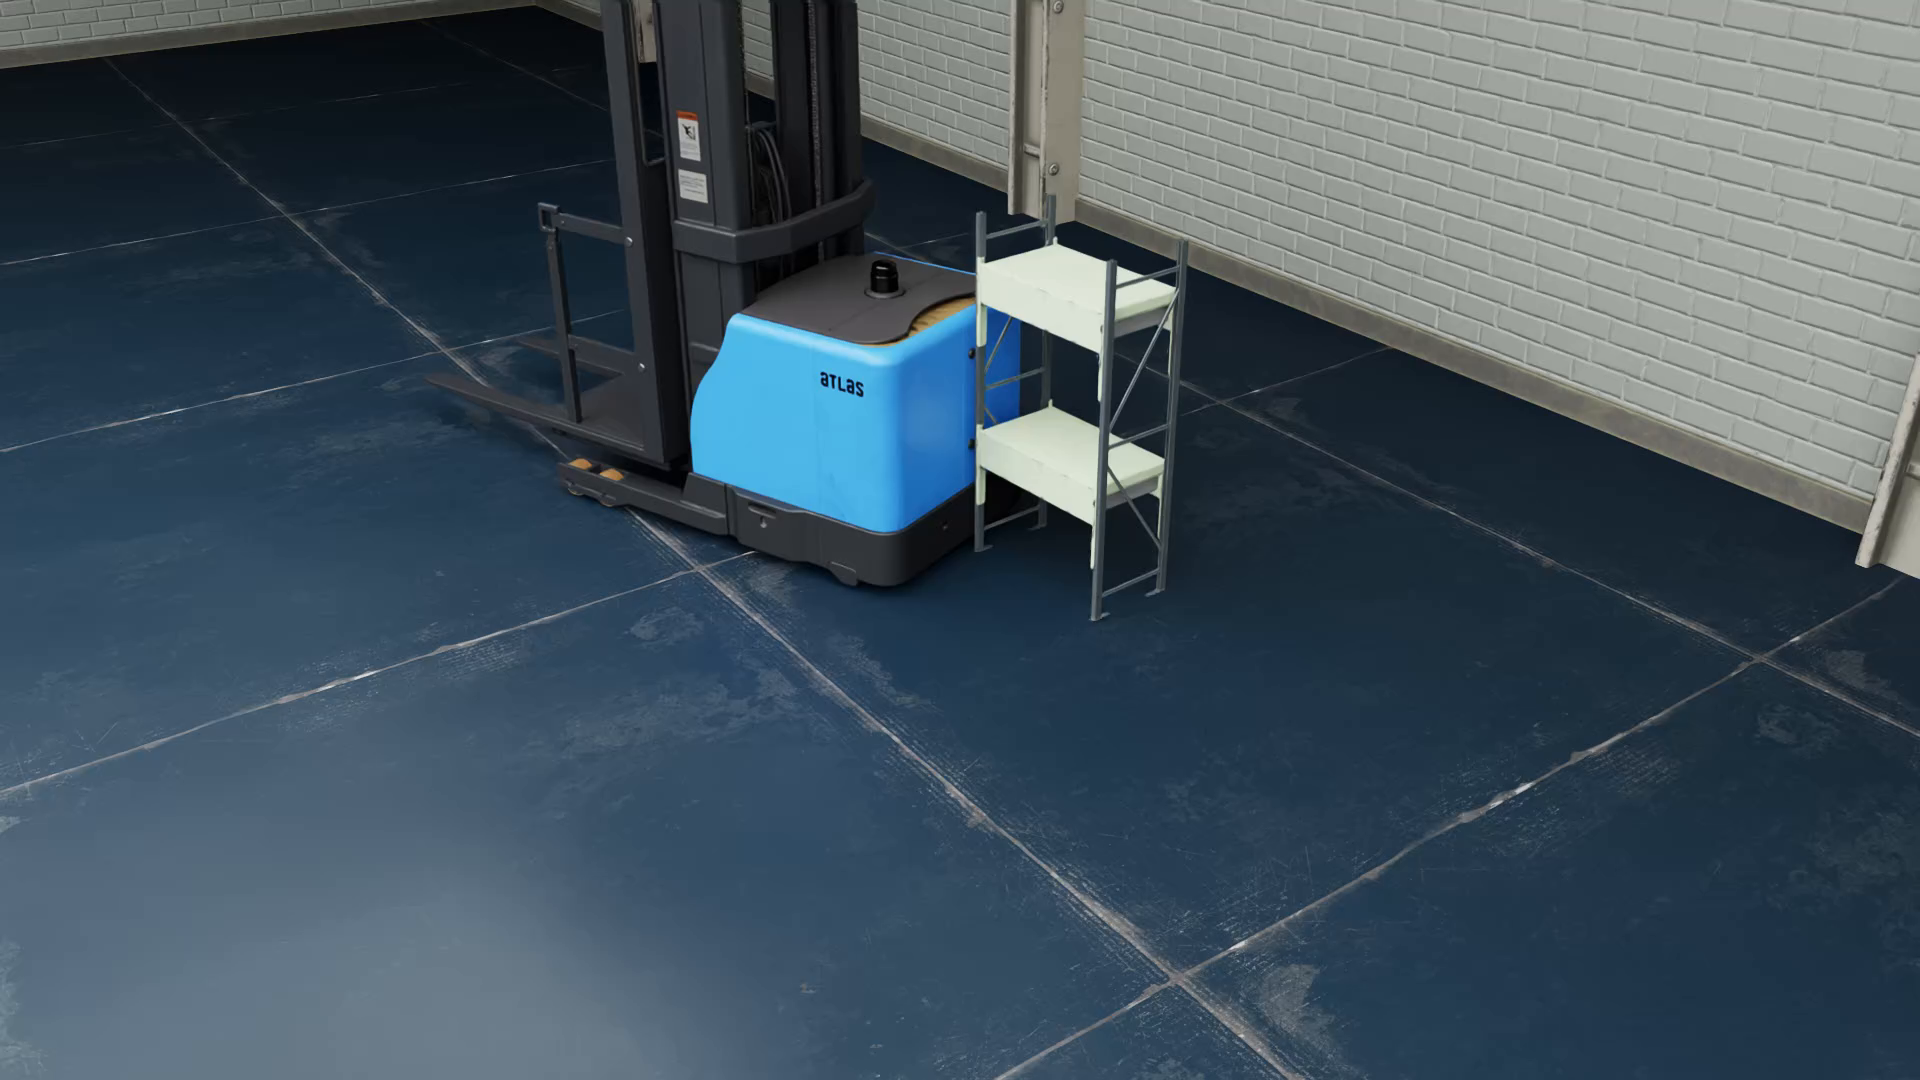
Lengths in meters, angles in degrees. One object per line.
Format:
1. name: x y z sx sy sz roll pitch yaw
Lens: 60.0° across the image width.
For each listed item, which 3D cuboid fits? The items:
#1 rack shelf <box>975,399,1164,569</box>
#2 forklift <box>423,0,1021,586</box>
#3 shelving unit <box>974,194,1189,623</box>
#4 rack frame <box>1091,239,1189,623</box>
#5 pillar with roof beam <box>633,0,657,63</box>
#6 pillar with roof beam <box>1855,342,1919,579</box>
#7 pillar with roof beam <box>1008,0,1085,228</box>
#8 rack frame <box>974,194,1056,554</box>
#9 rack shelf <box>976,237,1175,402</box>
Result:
1. rack shelf: 0.454 -0.243 6.808 0.431 0.370 0.720 -21 35 -34
2. forklift: -1.232 -1.629 7.178 3.031 2.935 1.130 18 33 30
3. shelving unit: 0.454 -0.529 6.653 0.431 1.500 0.755 -21 35 -34
4. rack frame: 0.685 -0.394 6.403 0.400 1.500 0.023 -21 35 -34
5. pillar with roof beam: -6.425 -7.296 11.256 9.100 9.000 0.400 -19 34 -31
6. pillar with roof beam: 0.535 -2.631 2.666 9.100 9.000 0.400 -19 34 -31
7. pillar with roof beam: -2.945 -4.964 6.961 9.100 9.000 0.400 -19 34 -31
8. rack frame: 0.223 -0.664 6.902 0.400 1.500 0.023 -21 35 -34
9. rack shelf: 0.454 -0.872 6.466 0.431 0.370 0.720 -21 35 -34
